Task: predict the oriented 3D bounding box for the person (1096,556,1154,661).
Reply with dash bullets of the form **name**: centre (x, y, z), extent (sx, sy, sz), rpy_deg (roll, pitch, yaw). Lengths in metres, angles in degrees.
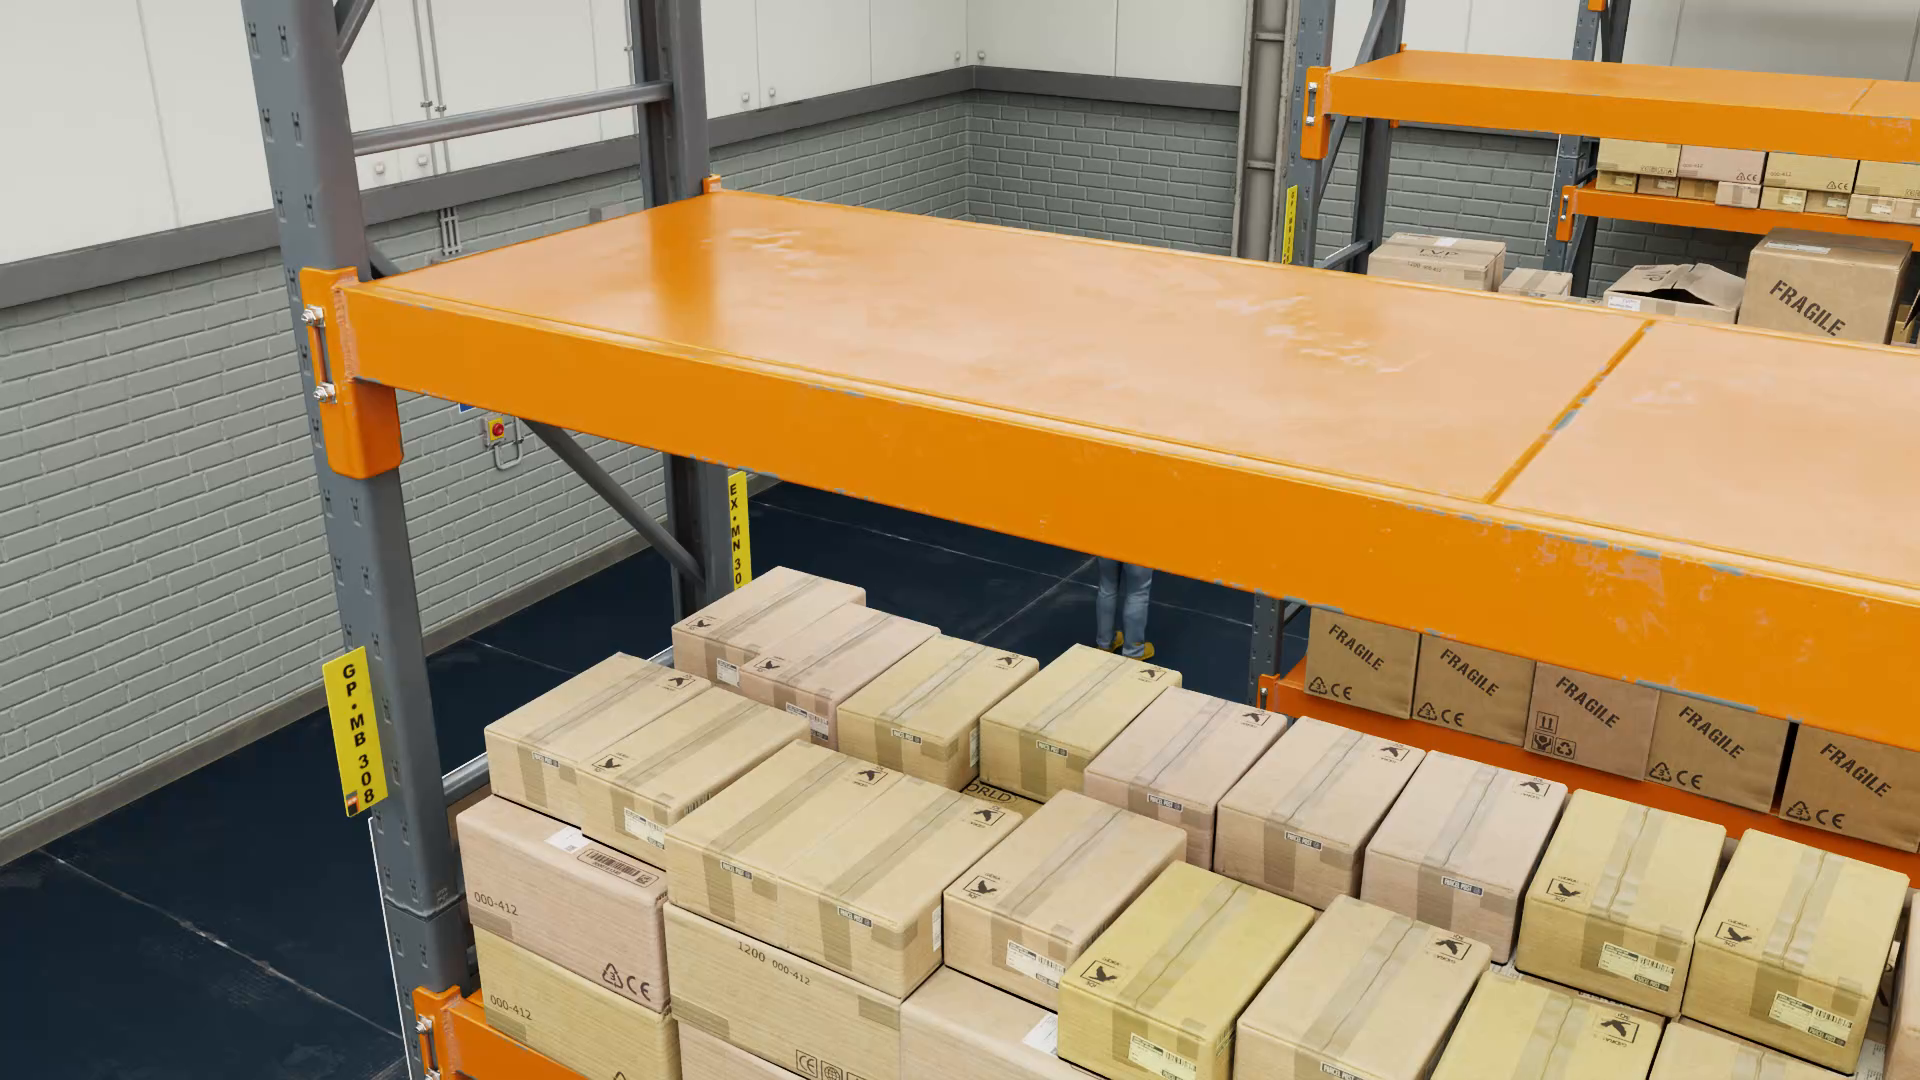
- **person**: centre (1.100, -0.079, 10.734), extent (0.485, 1.762, 0.574), rpy_deg (14, 27, 30)
